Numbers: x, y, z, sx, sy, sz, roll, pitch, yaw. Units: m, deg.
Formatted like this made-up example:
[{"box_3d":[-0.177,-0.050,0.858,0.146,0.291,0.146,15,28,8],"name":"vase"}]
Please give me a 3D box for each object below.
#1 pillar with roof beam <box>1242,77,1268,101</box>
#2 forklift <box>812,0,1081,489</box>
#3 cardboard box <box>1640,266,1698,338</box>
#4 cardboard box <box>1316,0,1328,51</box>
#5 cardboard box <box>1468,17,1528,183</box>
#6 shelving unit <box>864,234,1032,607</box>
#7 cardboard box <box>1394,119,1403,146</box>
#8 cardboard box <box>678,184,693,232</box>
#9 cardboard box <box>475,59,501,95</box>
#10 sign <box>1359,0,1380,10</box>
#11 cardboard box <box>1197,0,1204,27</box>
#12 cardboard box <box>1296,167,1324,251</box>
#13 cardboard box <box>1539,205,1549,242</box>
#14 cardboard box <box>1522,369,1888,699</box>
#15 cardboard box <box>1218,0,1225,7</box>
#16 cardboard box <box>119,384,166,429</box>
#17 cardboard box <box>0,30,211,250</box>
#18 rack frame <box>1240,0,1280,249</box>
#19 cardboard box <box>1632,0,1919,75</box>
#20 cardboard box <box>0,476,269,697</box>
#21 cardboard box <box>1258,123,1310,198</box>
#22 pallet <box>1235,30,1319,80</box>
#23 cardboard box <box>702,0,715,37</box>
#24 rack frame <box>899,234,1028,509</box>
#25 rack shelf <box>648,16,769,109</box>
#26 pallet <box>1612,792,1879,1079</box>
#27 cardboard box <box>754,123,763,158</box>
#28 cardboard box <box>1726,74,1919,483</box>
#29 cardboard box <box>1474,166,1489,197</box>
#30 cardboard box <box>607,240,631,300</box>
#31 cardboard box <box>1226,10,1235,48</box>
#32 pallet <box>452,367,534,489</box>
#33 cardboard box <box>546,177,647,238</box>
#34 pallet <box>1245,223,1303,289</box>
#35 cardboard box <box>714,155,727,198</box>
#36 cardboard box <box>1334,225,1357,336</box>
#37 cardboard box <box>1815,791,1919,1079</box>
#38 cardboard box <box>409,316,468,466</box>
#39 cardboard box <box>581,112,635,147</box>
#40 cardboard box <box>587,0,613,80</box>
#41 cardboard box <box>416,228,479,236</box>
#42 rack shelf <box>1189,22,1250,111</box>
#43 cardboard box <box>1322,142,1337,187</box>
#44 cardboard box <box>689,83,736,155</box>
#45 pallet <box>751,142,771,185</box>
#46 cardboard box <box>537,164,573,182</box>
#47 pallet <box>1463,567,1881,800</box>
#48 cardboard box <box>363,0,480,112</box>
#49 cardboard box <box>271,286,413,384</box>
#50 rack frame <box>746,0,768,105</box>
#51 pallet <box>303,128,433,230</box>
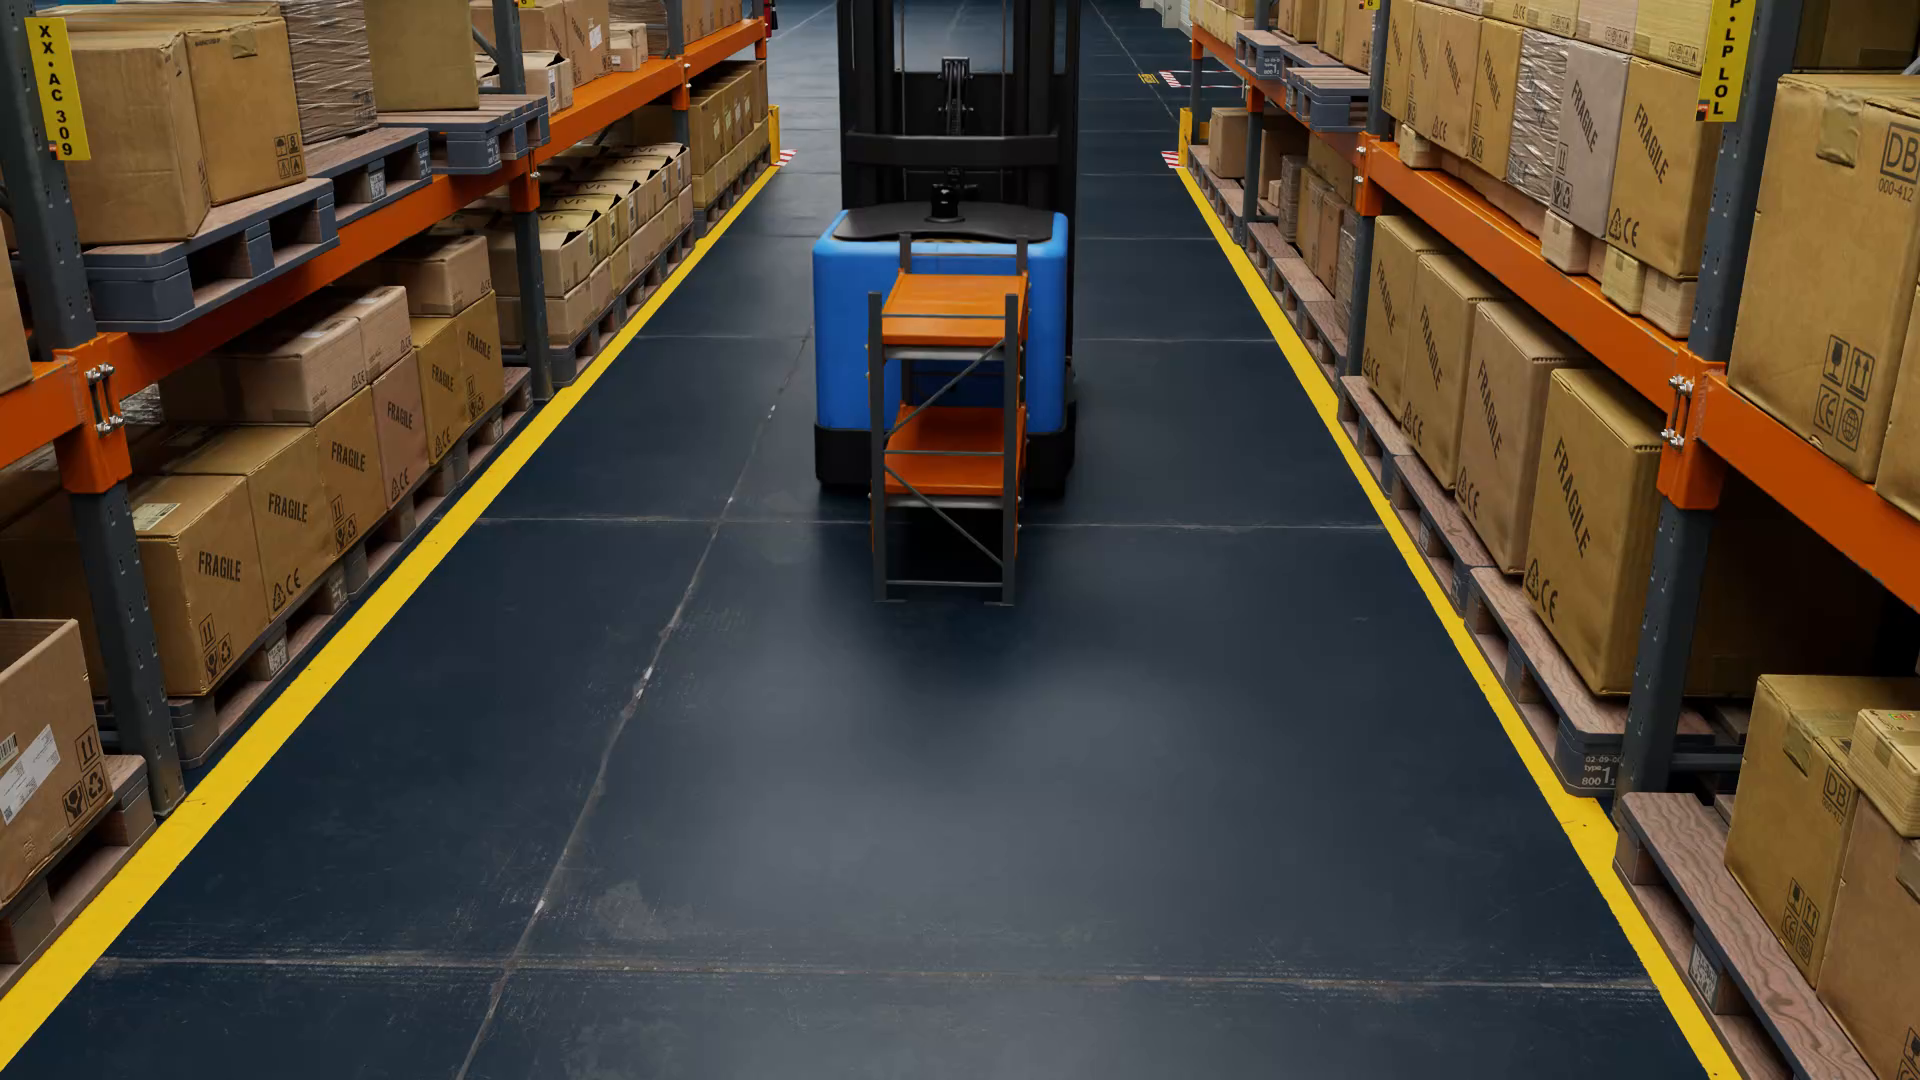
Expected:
[{"box_3d":[-0.632,-9.697,19.080,9.100,9.000,0.400,1,21,2],"name":"pillar with roof beam"},{"box_3d":[0.013,-2.066,7.802,1.130,2.935,3.031,1,21,4],"name":"forklift"},{"box_3d":[2.007,-0.625,4.312,0.380,0.149,0.250,1,21,2],"name":"cardboard box"},{"box_3d":[2.461,-3.127,9.695,0.700,0.500,0.500,4,21,9],"name":"cardboard box"},{"box_3d":[2.081,-1.518,5.718,0.500,0.500,0.500,1,21,3],"name":"cardboard box"},{"box_3d":[-0.021,-0.480,6.212,0.538,1.125,1.048,1,21,4],"name":"shelving unit"},{"box_3d":[2.160,-1.829,7.416,0.380,0.149,0.250,0,21,1],"name":"cardboard box"},{"box_3d":[-2.151,-2.313,11.565,0.500,0.250,0.500,0,21,1],"name":"cardboard box"},{"box_3d":[-2.495,-2.196,8.165,0.500,0.311,0.500,2,21,5],"name":"cardboard box"},{"box_3d":[1.859,-2.559,7.486,0.100,0.325,0.005,1,21,2],"name":"sign"},{"box_3d":[2.311,-4.524,14.222,0.500,0.250,0.500,0,21,0],"name":"cardboard box"},{"box_3d":[2.552,-2.086,10.605,0.700,0.500,0.500,0,21,1],"name":"cardboard box"},{"box_3d":[2.067,-0.993,5.261,0.380,0.149,0.250,1,21,2],"name":"cardboard box"},{"box_3d":[2.170,-0.037,4.869,0.750,0.750,0.750,1,21,2],"name":"cardboard box"},{"box_3d":[2.264,-4.325,12.673,0.500,0.500,0.500,0,21,0],"name":"cardboard box"},{"box_3d":[-2.904,-0.241,5.852,0.500,0.500,0.500,1,21,2],"name":"cardboard box"},{"box_3d":[-2.434,-1.071,4.425,0.700,0.500,0.500,-7,22,-17],"name":"cardboard box"},{"box_3d":[2.523,-3.500,11.401,1.000,3.000,0.127,1,21,2],"name":"rack frame"},{"box_3d":[2.038,-1.323,4.178,0.500,0.250,0.500,1,21,3],"name":"cardboard box"},{"box_3d":[-2.413,0.128,4.900,0.500,0.500,0.500,0,21,-1],"name":"cardboard box"},{"box_3d":[2.515,-2.915,12.742,0.500,0.500,0.500,-1,21,-2],"name":"cardboard box"},{"box_3d":[2.354,-3.135,10.728,1.003,0.211,1.213,1,21,2],"name":"pallet"},{"box_3d":[-2.378,-4.317,13.370,0.700,0.500,0.500,1,21,3],"name":"cardboard box"},{"box_3d":[0.014,-0.664,6.684,0.500,1.125,0.032,1,21,4],"name":"rack frame"},{"box_3d":[-2.368,-3.940,13.532,1.077,0.370,4.000,1,21,2],"name":"rack shelf"},{"box_3d":[2.178,0.967,3.745,1.003,0.211,1.213,1,21,2],"name":"pallet"},{"box_3d":[-2.031,-3.535,14.713,0.500,0.250,0.500,1,21,2],"name":"cardboard box"},{"box_3d":[2.247,-0.551,3.387,0.980,0.700,0.700,1,21,2],"name":"cardboard box"},{"box_3d":[2.149,-1.363,6.216,0.380,0.149,0.250,1,21,2],"name":"cardboard box"},{"box_3d":[-2.216,-1.576,9.665,0.500,0.250,0.500,0,21,0],"name":"cardboard box"},{"box_3d":[2.258,-3.794,12.339,0.500,0.250,0.500,1,21,2],"name":"cardboard box"},{"box_3d":[-2.611,-0.537,7.621,1.003,0.211,1.213,1,21,2],"name":"pallet"},{"box_3d":[-2.200,-2.028,10.055,0.500,0.311,0.500,0,21,1],"name":"cardboard box"},{"box_3d":[2.501,-1.918,11.180,1.003,0.211,1.213,1,21,2],"name":"pallet"},{"box_3d":[-2.091,-2.812,12.849,0.500,0.250,0.500,1,21,2],"name":"cardboard box"},{"box_3d":[2.371,-1.354,8.719,0.700,0.500,0.500,1,21,2],"name":"cardboard box"},{"box_3d":[2.136,0.813,3.161,0.700,0.500,0.500,0,21,1],"name":"cardboard box"},{"box_3d":[-2.360,-0.618,6.823,0.500,0.500,0.500,0,21,0],"name":"cardboard box"},{"box_3d":[-2.606,-3.167,12.728,0.500,0.500,0.500,1,21,2],"name":"cardboard box"},{"box_3d":[-2.484,-3.131,10.314,0.500,0.500,0.500,2,21,6],"name":"cardboard box"},{"box_3d":[-2.780,-1.474,8.626,0.500,0.311,0.500,1,21,3],"name":"cardboard box"},{"box_3d":[2.584,-3.887,13.395,1.077,0.370,4.000,1,21,2],"name":"rack shelf"},{"box_3d":[2.495,-2.275,10.057,0.500,0.250,0.500,0,21,0],"name":"cardboard box"},{"box_3d":[-2.071,-3.342,13.179,0.500,0.500,0.500,1,21,2],"name":"cardboard box"},{"box_3d":[-2.288,-3.422,15.056,1.003,0.211,1.213,1,21,2],"name":"pallet"},{"box_3d":[-2.725,-2.213,10.532,0.500,0.311,0.500,0,21,0],"name":"cardboard box"},{"box_3d":[2.228,0.413,5.172,1.003,0.211,1.213,1,21,2],"name":"pallet"},{"box_3d":[-2.457,-2.120,7.127,0.700,0.500,0.500,-7,22,-16],"name":"cardboard box"},{"box_3d":[-2.368,-0.765,6.164,0.500,0.250,0.500,0,21,1],"name":"cardboard box"},{"box_3d":[-2.307,-4.999,15.266,1.000,3.000,0.127,1,21,2],"name":"rack frame"},{"box_3d":[-2.605,-1.314,6.033,1.003,0.211,1.213,1,21,2],"name":"pallet"}]
